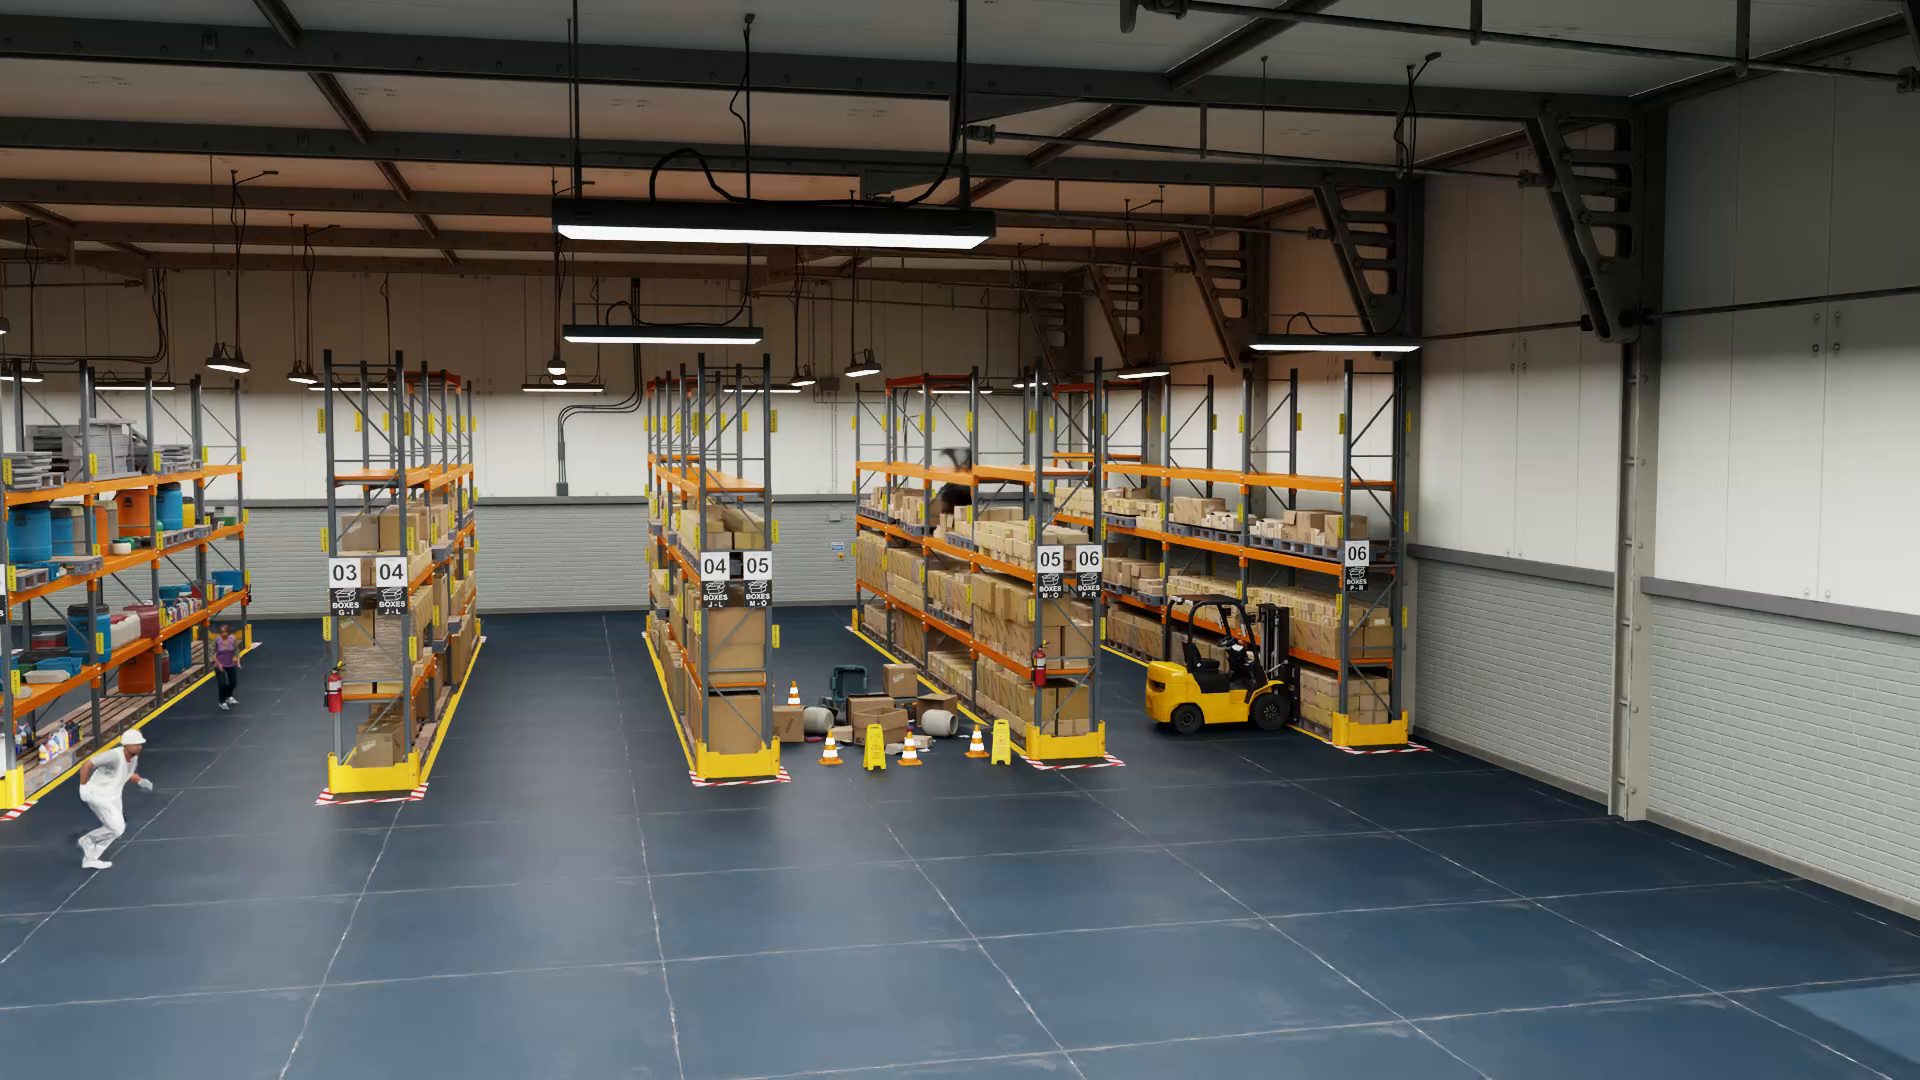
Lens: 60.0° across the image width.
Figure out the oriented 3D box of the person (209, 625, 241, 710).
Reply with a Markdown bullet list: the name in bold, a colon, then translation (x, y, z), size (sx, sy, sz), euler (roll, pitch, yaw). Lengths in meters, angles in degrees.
- **person**: translation (-12.945, 2.238, 29.226), size (0.508, 1.490, 0.702), euler (-3, 5, -41)

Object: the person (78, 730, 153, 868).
- **person**: translation (-9.493, 2.914, 18.605), size (0.816, 1.591, 0.723), euler (0, 4, 7)

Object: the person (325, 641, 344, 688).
- **person**: translation (-11.380, 2.137, 30.672), size (0.584, 1.485, 0.770), euler (-3, 5, -33)

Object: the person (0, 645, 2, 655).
- **person**: translation (-16.432, 2.206, 27.893), size (0.692, 1.726, 0.845), euler (-2, 4, -24)
